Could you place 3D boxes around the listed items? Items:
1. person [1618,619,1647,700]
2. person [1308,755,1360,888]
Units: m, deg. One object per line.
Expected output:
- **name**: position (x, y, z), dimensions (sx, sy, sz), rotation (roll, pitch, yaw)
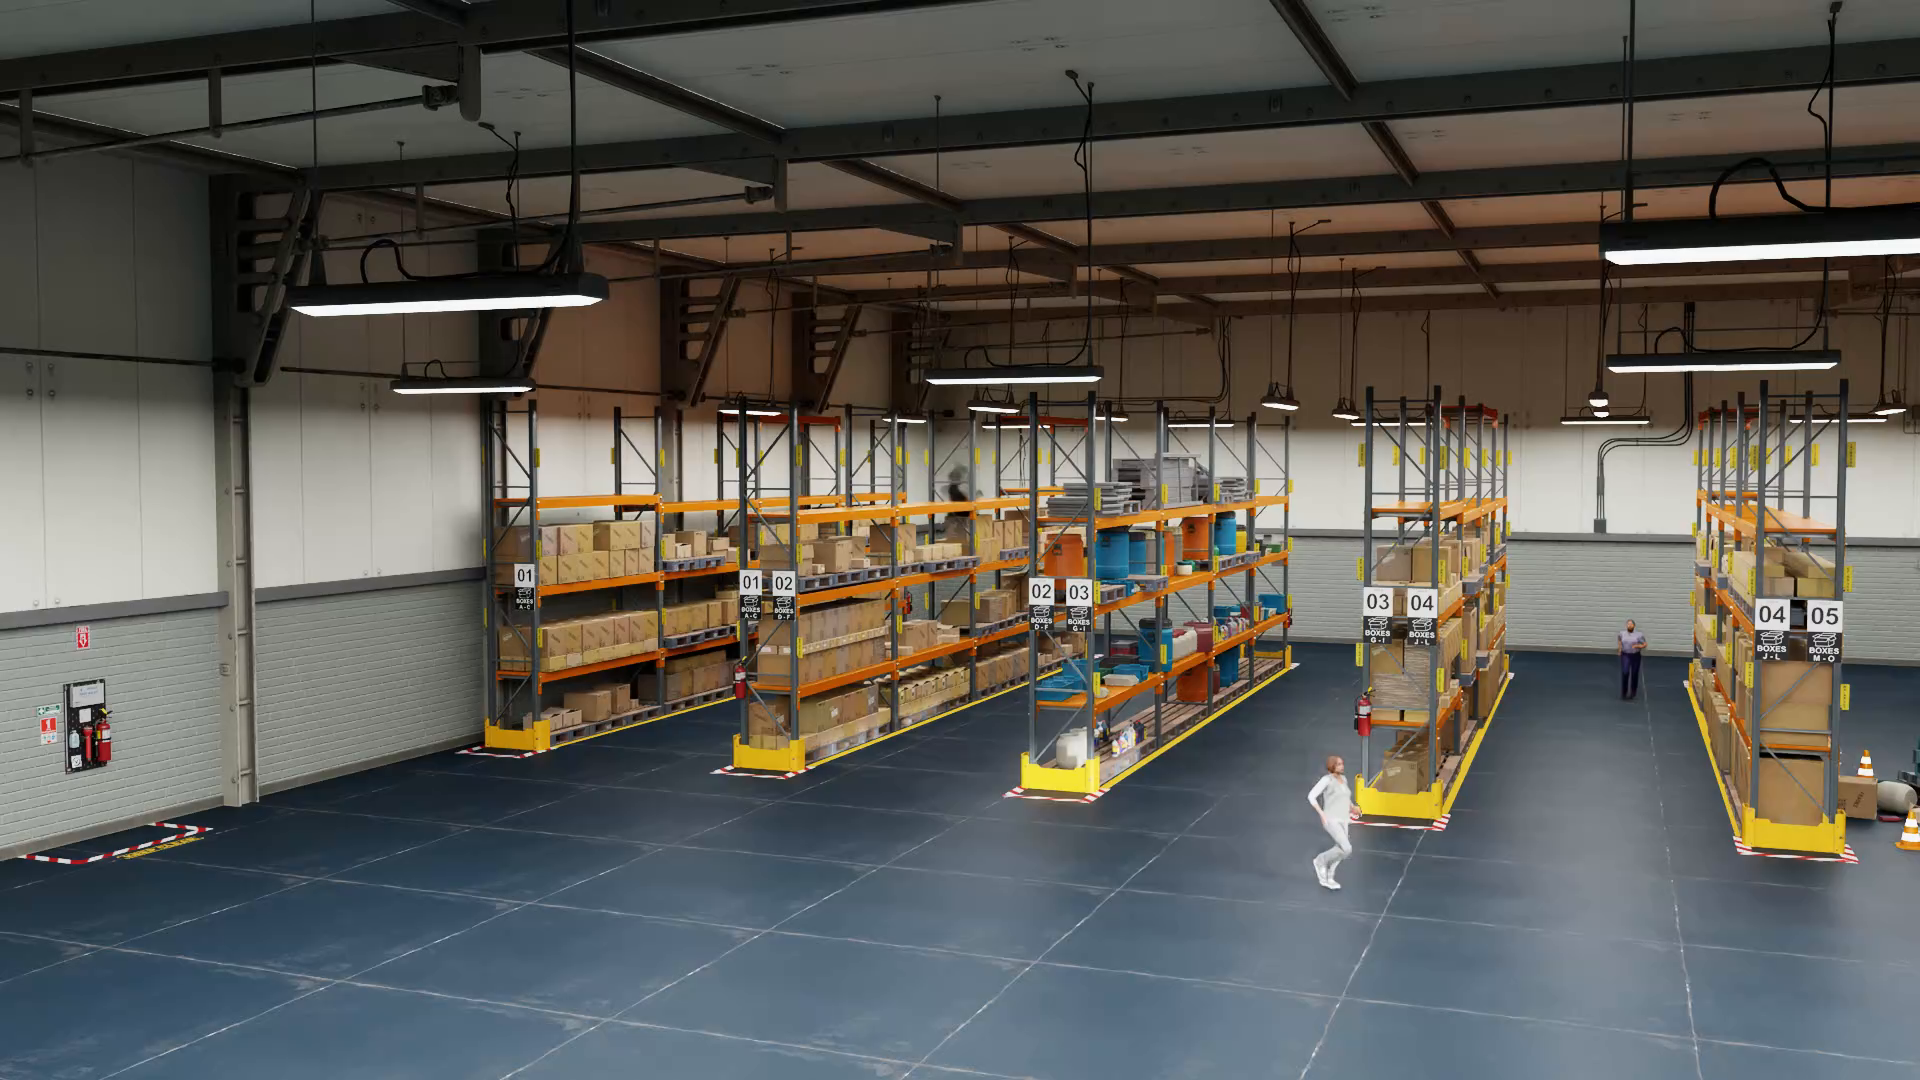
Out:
- **person**: position (13.951, 2.493, 34.539), dimensions (0.585, 1.698, 0.719), rotation (1, 3, 25)
- **person**: position (4.374, 3.276, 19.240), dimensions (0.525, 1.543, 0.529), rotation (-3, 4, -42)
